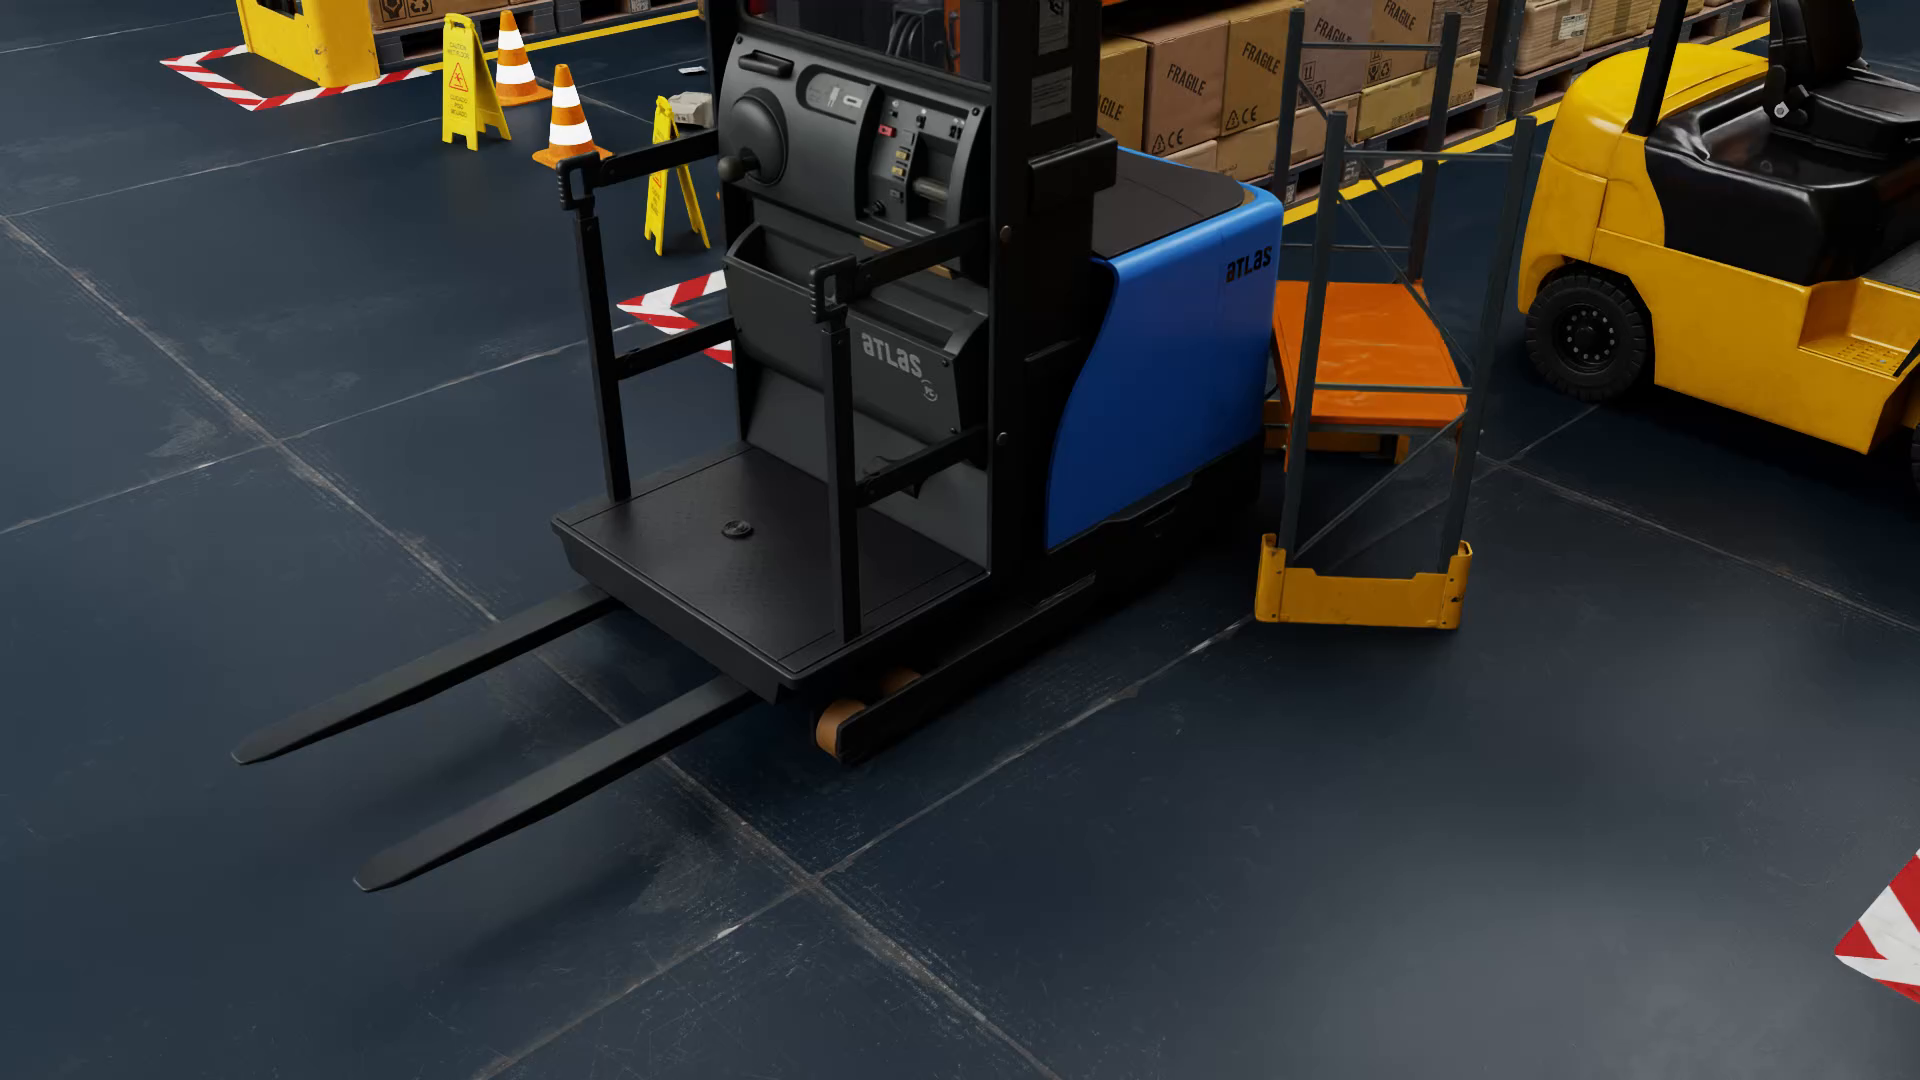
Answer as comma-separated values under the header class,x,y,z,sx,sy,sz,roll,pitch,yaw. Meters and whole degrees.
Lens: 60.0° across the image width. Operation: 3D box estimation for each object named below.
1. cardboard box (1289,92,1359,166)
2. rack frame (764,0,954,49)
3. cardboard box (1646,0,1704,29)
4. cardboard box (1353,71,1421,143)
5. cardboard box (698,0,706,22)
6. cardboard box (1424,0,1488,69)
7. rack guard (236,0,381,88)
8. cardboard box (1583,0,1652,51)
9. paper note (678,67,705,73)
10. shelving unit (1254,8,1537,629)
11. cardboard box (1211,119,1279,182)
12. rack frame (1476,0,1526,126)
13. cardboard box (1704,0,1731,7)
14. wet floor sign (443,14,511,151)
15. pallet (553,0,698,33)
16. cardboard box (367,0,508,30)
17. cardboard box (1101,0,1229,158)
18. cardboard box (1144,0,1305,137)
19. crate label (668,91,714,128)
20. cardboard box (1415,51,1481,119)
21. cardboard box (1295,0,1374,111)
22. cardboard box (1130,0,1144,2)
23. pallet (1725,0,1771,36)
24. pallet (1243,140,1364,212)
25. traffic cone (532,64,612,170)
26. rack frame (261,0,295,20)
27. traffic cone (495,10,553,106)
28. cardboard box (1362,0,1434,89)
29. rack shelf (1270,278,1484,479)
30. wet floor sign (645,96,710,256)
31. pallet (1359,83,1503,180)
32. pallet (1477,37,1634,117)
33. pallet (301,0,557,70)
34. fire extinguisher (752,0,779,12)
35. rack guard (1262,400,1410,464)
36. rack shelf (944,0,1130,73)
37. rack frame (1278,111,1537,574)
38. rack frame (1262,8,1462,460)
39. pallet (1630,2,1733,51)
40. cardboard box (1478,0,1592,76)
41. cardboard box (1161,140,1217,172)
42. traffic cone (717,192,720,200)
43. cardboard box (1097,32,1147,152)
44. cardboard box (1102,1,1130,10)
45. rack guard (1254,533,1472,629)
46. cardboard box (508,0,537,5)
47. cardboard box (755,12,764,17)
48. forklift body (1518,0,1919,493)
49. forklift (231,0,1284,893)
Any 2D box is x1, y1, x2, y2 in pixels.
class,x,y,z,sx,sy,sz,roll,pitch,yaw
cardboard box,1.528,-2.008,7.892,0.500,0.250,0.500,-25,39,-35
rack frame,-0.395,-2.267,6.083,0.127,3.000,1.000,-26,40,-35
cardboard box,3.954,-3.435,10.108,0.625,0.372,0.950,-24,39,-34
cardboard box,1.904,-2.187,8.184,0.500,0.250,0.500,-27,41,-37
cardboard box,-1.342,-3.535,10.550,0.500,0.500,0.500,-19,36,-28
cardboard box,2.287,-2.700,8.304,0.500,0.500,0.500,-26,40,-36
rack guard,-3.852,-3.050,9.759,0.348,0.500,1.175,-26,40,-35
cardboard box,3.446,-3.187,9.704,0.625,0.372,0.950,-23,38,-33
paper note,-1.561,-2.750,9.719,0.142,0.017,0.144,-12,34,-19
shelving unit,1.199,-0.673,4.914,0.587,1.500,1.083,2,32,4
cardboard box,1.155,-1.830,7.601,0.500,0.250,0.500,-23,38,-32
rack frame,2.538,-3.686,8.403,0.127,3.000,1.000,-26,40,-35
cardboard box,4.514,-3.702,10.545,0.625,0.372,0.950,-27,40,-36
wet floor sign,-2.510,-2.353,8.479,0.267,0.644,0.232,22,37,31
pallet,-2.407,-3.679,11.065,1.213,0.211,1.003,-26,40,-35
cardboard box,-3.383,-3.664,10.000,0.875,0.875,0.875,-26,40,-35
cardboard box,0.782,-1.969,7.110,0.500,0.500,0.500,-28,41,-37
cardboard box,1.155,-2.144,7.396,0.500,0.500,0.500,-25,39,-35
crate label,-1.427,-2.299,8.878,0.250,0.136,0.298,9,33,15
cardboard box,2.287,-2.380,8.499,0.500,0.250,0.500,-24,39,-33
cardboard box,1.541,-2.337,7.711,0.500,0.500,0.500,-23,39,-33
cardboard box,0.770,-2.340,7.716,0.500,0.500,0.500,-27,40,-36
pallet,4.897,-3.639,10.998,1.213,0.211,1.003,-26,40,-35
pallet,1.175,-1.810,8.007,1.213,0.211,1.003,-26,40,-35
traffic cone,-1.961,-2.135,8.298,0.334,0.463,0.336,-26,40,-35
rack frame,-3.835,-4.125,9.121,0.127,3.000,1.000,-26,40,-35
traffic cone,-2.480,-2.688,9.202,0.334,0.463,0.336,-26,40,-35
cardboard box,1.915,-2.519,8.008,0.500,0.500,0.500,-25,39,-35
rack shelf,1.198,-0.515,5.000,0.538,0.185,1.000,2,32,4
wet floor sign,-1.262,-1.605,7.256,0.232,0.644,0.267,-12,34,-19
pallet,2.070,-2.245,8.719,1.213,0.211,1.003,-26,40,-35
pallet,3.108,-2.773,9.583,1.213,0.211,1.003,-26,40,-35
pallet,-3.302,-3.249,10.361,1.213,0.211,1.003,-26,40,-35
fire extinguisher,-0.792,-2.370,6.325,0.183,0.674,0.296,-26,40,-35
rack guard,1.236,-0.399,5.663,0.587,0.250,0.087,2,32,4
rack shelf,1.071,-2.670,7.430,4.000,0.370,1.077,-26,40,-35
rack frame,1.160,-0.404,4.474,0.500,1.500,0.032,2,32,4
rack frame,1.236,-0.933,5.339,0.500,1.500,0.032,2,32,4
pallet,4.003,-3.208,10.294,1.213,0.211,1.003,-26,40,-35
cardboard box,2.921,-2.931,9.285,0.625,0.372,0.950,-25,39,-35
cardboard box,0.764,-1.632,7.277,0.500,0.250,0.500,-24,39,-34
traffic cone,-0.957,-1.831,7.801,0.334,0.463,0.336,-26,40,-35
cardboard box,0.401,-1.782,6.804,0.500,0.500,0.500,-27,41,-37
cardboard box,0.395,-2.164,7.427,0.500,0.500,0.500,-24,39,-34
rack guard,1.162,0.119,4.816,0.587,0.250,0.087,2,32,4
cardboard box,-2.739,-3.976,10.512,0.875,0.875,0.875,-27,40,-36
cardboard box,-0.829,-2.794,9.336,0.797,0.503,0.637,4,32,6
forklift body,3.133,-1.378,5.442,1.214,2.155,2.313,-26,40,-35
forklift,-0.439,-0.981,4.044,3.031,2.935,1.130,-27,41,-37
